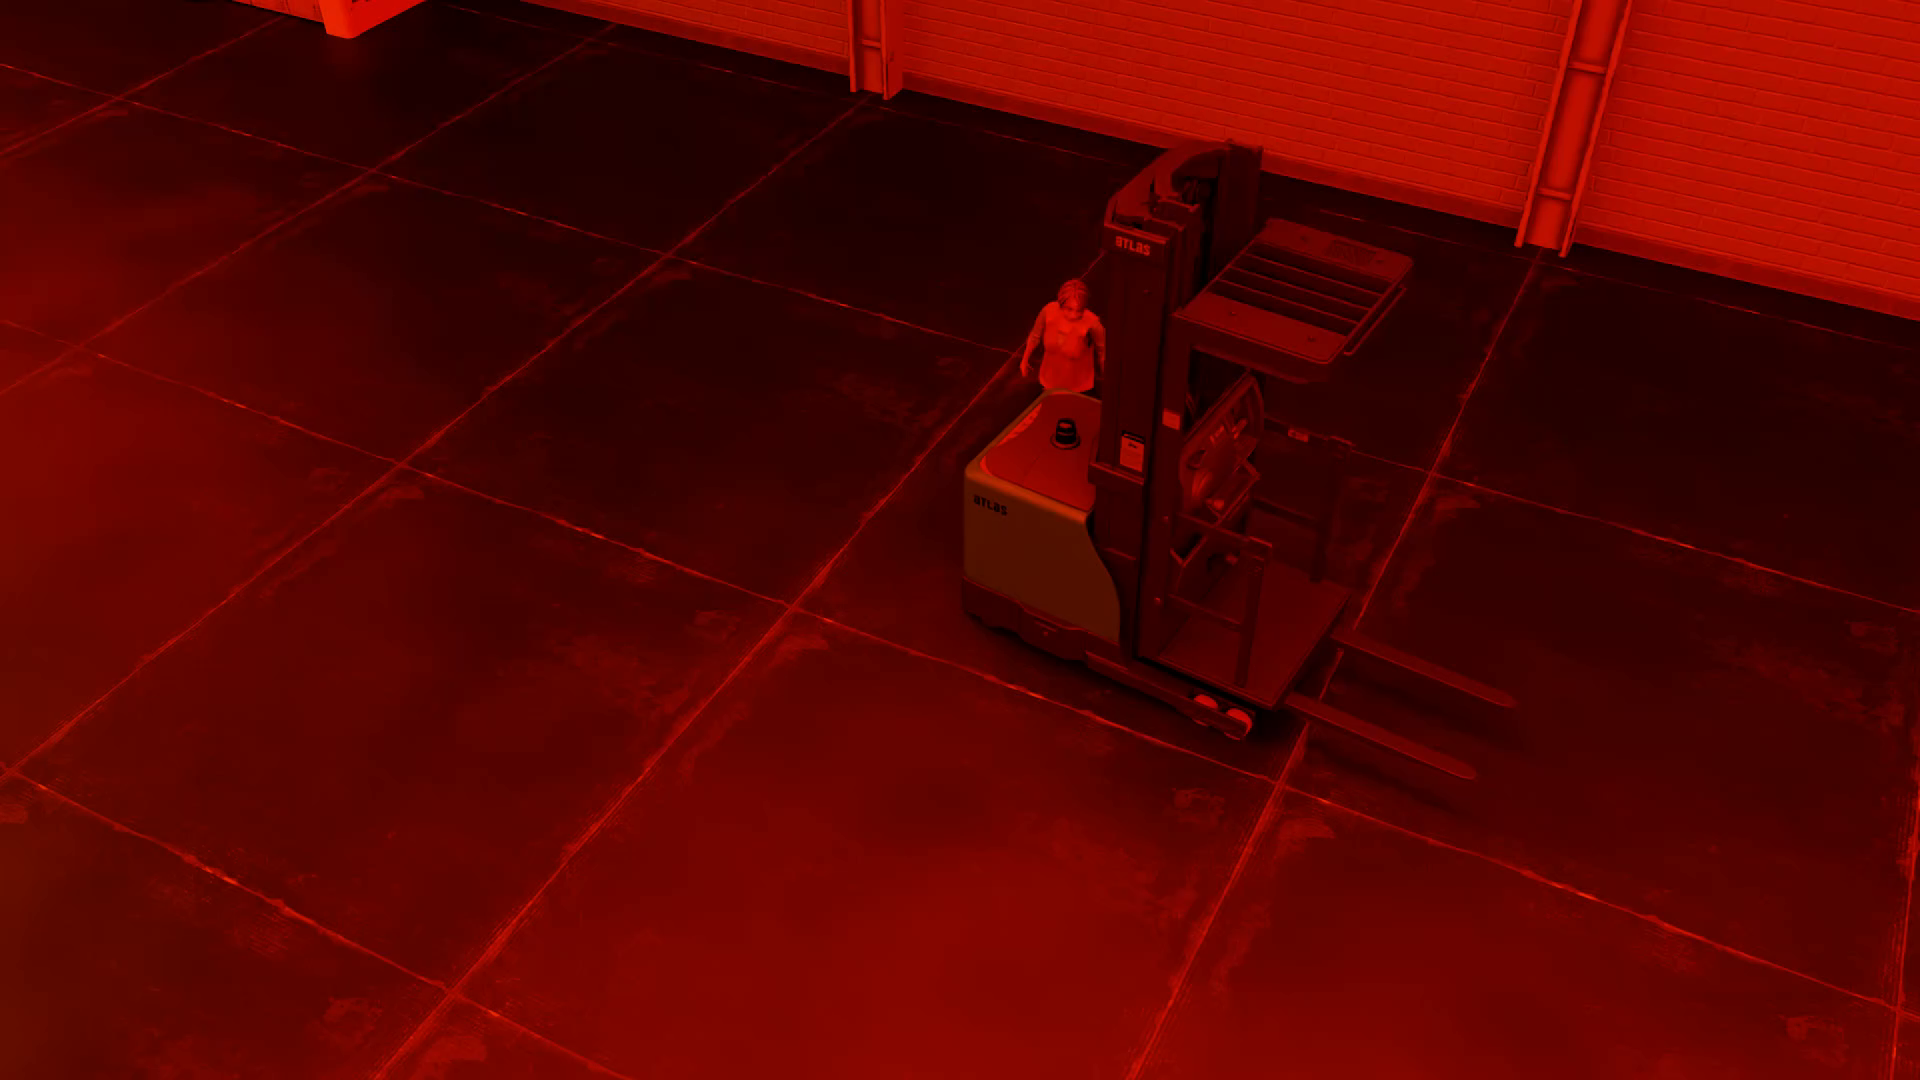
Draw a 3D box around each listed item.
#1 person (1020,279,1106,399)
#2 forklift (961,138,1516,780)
[{"bbox_3d":[0.684,-0.948,10.196,0.737,1.565,0.398,17,43,20],"label":"person"},{"bbox_3d":[1.523,-0.437,8.506,3.031,2.935,1.130,23,45,24],"label":"forklift"}]
